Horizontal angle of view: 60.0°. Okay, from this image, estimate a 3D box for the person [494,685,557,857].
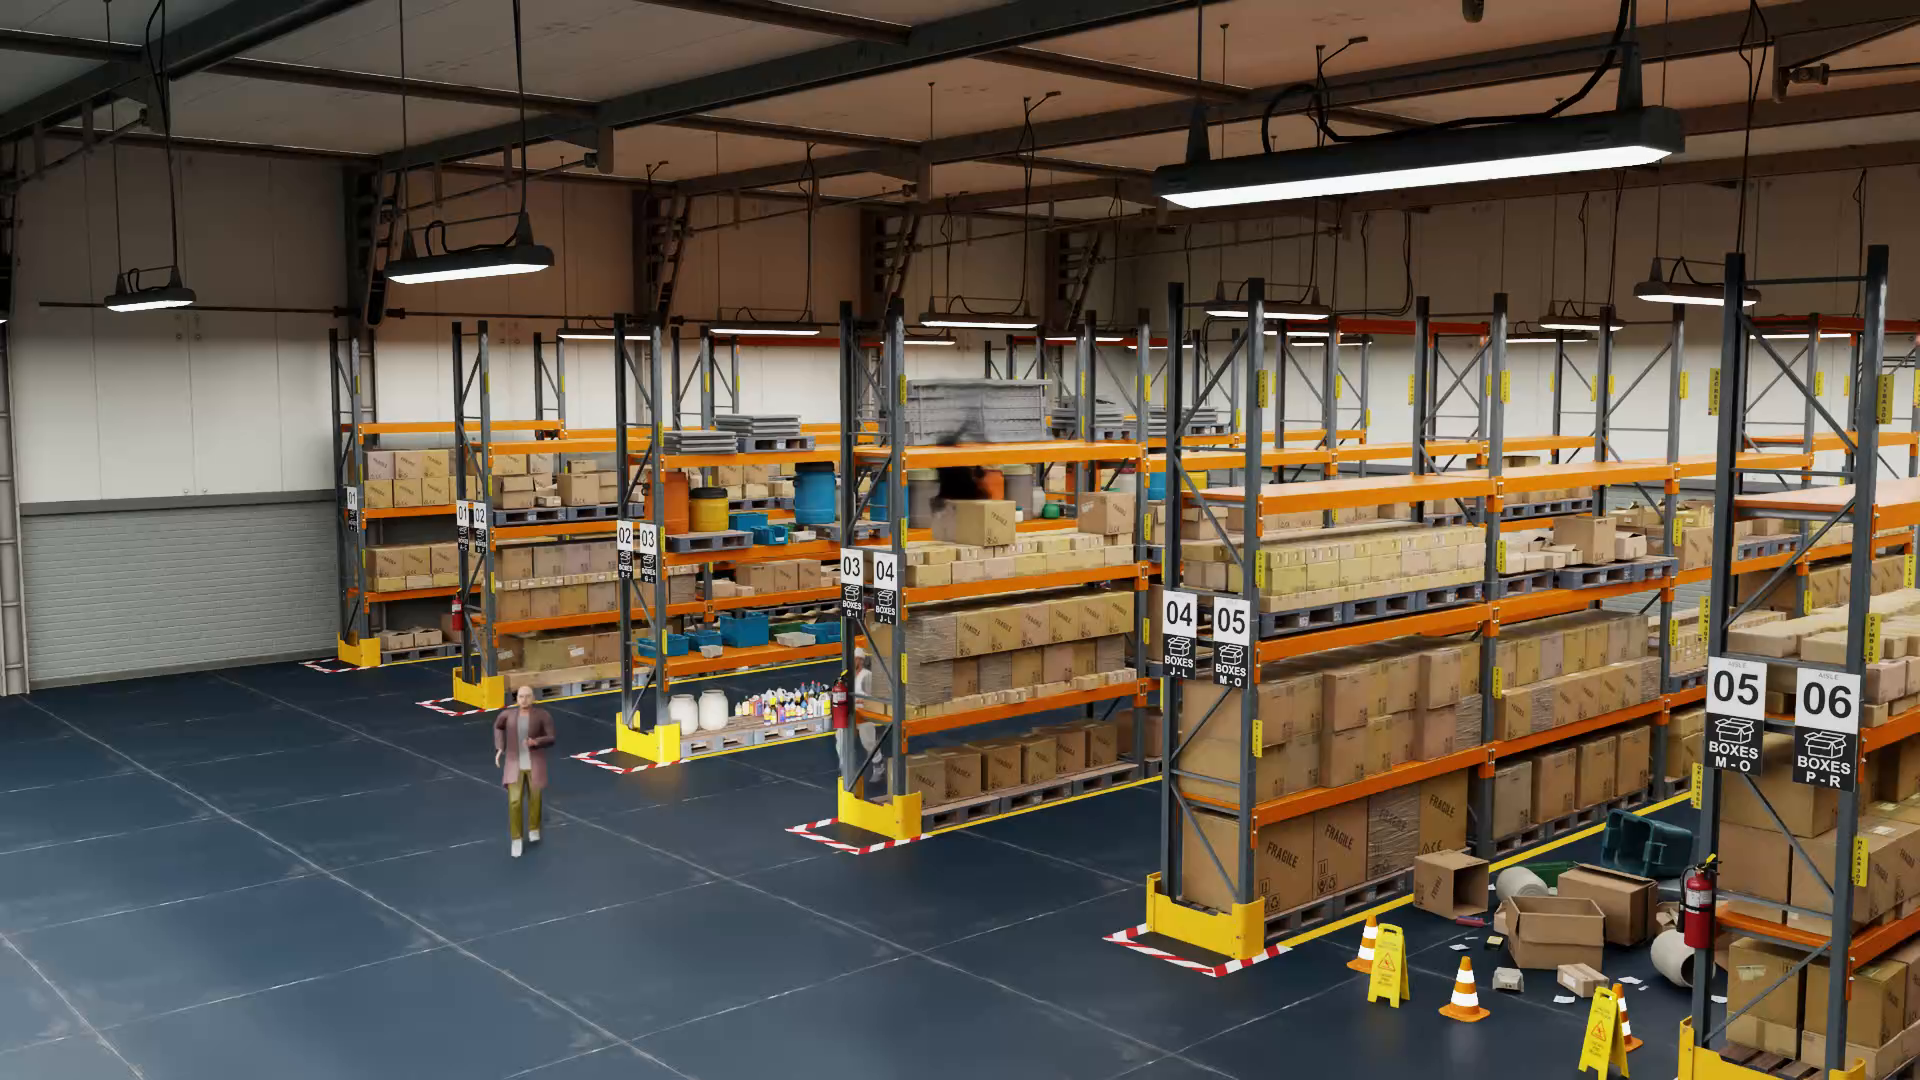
[{"bbox_3d":[-4.731,2.499,18.113,0.674,1.840,0.823,-1,6,-13],"label":"person"}]

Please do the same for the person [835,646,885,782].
[{"bbox_3d":[-1.263,2.230,20.659,0.643,1.844,0.876,4,7,34],"label":"person"}]

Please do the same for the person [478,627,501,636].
[{"bbox_3d":[-7.848,1.550,28.270,0.574,1.650,0.587,4,7,37],"label":"person"}]
